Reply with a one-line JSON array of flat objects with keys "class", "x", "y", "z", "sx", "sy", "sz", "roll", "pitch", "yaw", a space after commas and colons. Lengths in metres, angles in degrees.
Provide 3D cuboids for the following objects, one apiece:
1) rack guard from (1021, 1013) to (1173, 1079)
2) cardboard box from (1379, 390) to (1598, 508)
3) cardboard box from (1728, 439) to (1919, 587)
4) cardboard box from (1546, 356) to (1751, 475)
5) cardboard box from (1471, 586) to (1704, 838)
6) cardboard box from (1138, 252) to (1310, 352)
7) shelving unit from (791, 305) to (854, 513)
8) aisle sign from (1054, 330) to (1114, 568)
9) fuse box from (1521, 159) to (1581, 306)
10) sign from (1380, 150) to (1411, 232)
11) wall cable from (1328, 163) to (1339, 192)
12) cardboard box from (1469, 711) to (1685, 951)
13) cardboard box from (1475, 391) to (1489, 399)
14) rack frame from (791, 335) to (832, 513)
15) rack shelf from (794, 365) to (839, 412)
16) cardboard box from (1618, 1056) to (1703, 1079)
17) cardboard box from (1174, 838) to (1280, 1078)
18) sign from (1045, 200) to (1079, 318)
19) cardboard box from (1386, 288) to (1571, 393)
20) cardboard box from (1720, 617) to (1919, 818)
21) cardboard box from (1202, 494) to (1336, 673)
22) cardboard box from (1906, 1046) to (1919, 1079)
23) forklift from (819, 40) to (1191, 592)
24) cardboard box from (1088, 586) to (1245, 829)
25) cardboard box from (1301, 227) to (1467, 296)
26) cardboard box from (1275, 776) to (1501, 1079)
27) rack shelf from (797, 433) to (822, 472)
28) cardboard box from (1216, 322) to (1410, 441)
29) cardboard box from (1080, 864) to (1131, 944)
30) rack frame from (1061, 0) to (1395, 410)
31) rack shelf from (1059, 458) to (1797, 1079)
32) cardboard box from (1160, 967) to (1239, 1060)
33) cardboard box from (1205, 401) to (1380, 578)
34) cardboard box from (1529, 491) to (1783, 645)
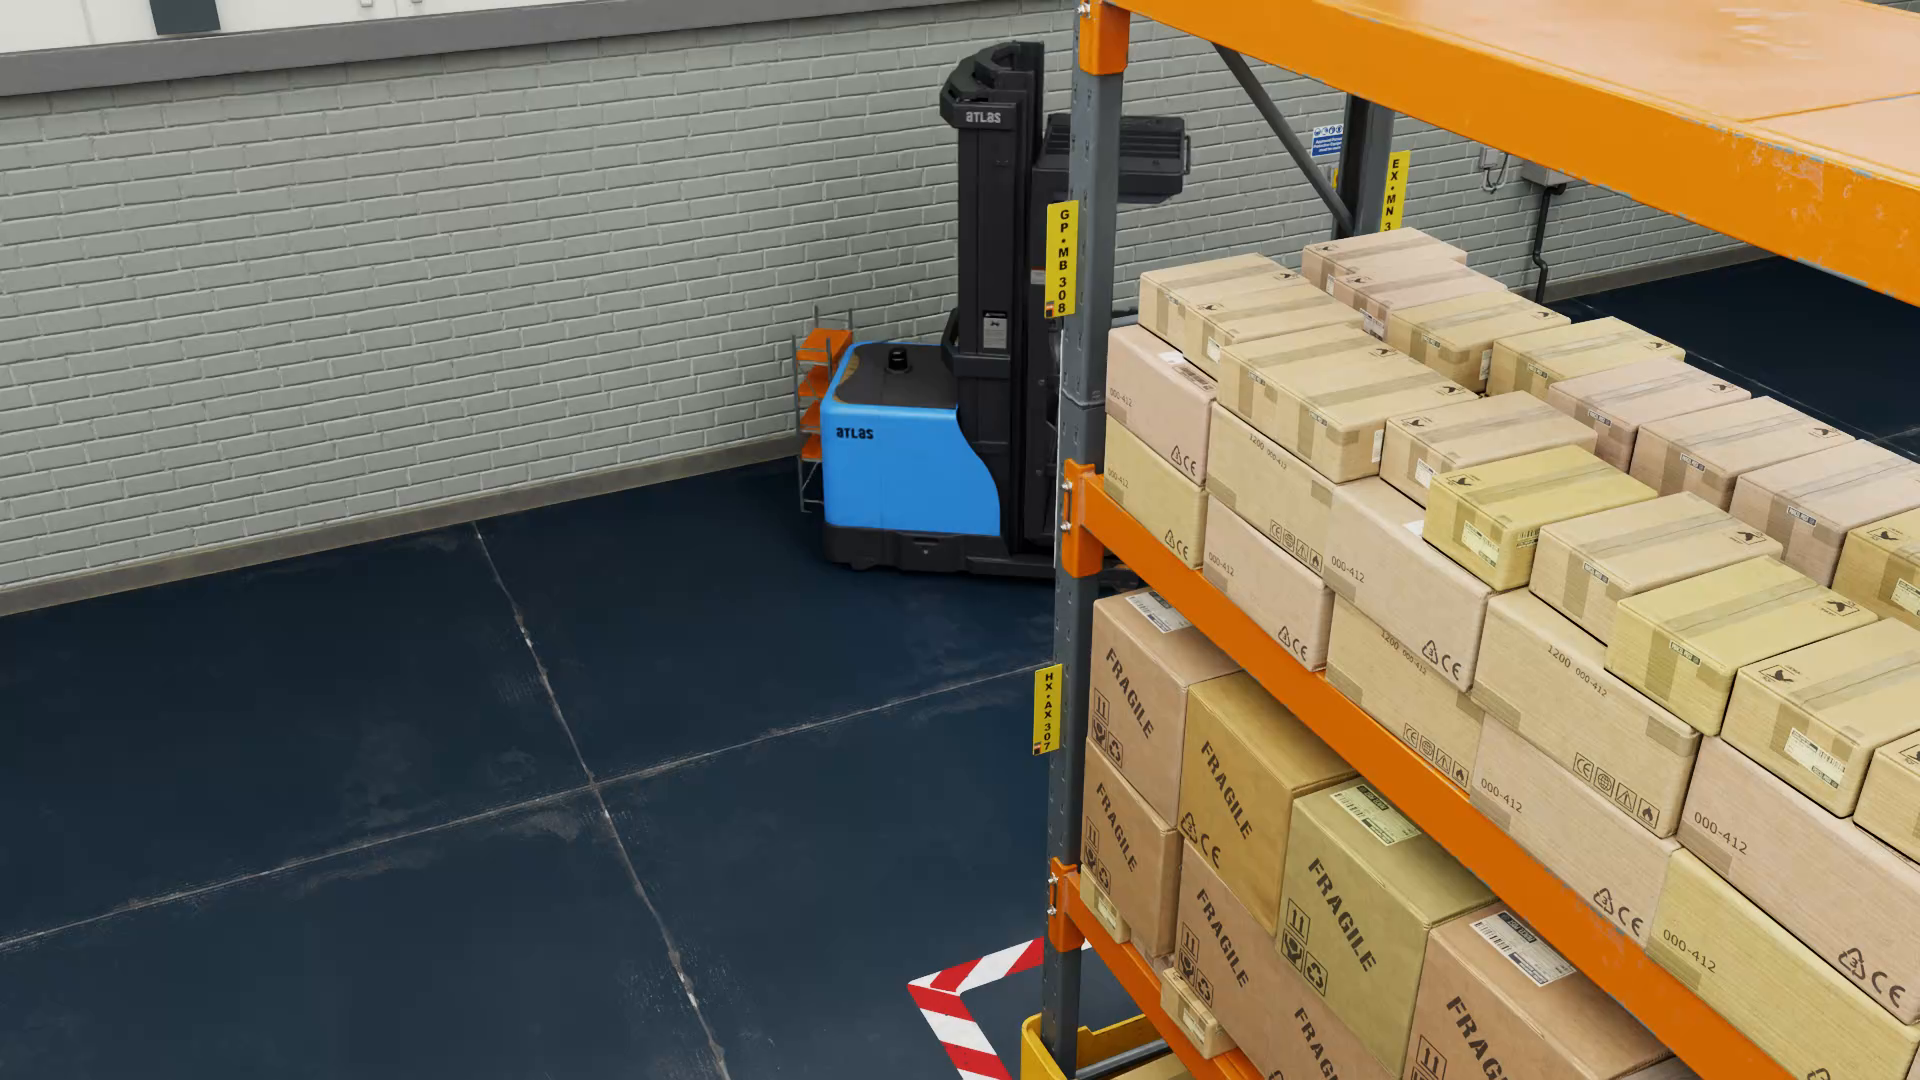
[{"class": "rack guard", "x": 0.805, "y": 1.930, "z": 6.270, "sx": 1.175, "sy": 0.500, "sz": 0.348, "roll": -13, "pitch": 32, "yaw": -22}, {"class": "cardboard box", "x": 1.159, "y": -0.187, "z": 3.658, "sx": 0.380, "sy": 0.149, "sz": 0.250, "roll": -12, "pitch": 31, "yaw": -21}, {"class": "cardboard box", "x": 1.821, "y": -0.059, "z": 3.430, "sx": 0.380, "sy": 0.149, "sz": 0.250, "roll": -14, "pitch": 32, "yaw": -23}, {"class": "cardboard box", "x": 1.574, "y": -0.283, "z": 3.828, "sx": 0.380, "sy": 0.149, "sz": 0.250, "roll": -14, "pitch": 32, "yaw": -23}, {"class": "cardboard box", "x": 1.375, "y": 0.273, "z": 3.245, "sx": 0.500, "sy": 0.250, "sz": 0.500, "roll": -14, "pitch": 32, "yaw": -24}, {"class": "cardboard box", "x": 0.705, "y": -0.638, "z": 4.461, "sx": 0.380, "sy": 0.149, "sz": 0.250, "roll": -13, "pitch": 32, "yaw": -22}, {"class": "shelving unit", "x": -0.841, "y": -0.809, "z": 10.439, "sx": 0.258, "sy": 1.200, "sz": 0.503, "roll": 6, "pitch": 30, "yaw": 10}, {"class": "aisle sign", "x": 0.470, "y": -0.297, "z": 5.028, "sx": 0.394, "sy": 0.787, "sz": 0.004, "roll": -13, "pitch": 32, "yaw": -22}, {"class": "fuse box", "x": 4.717, "y": -2.579, "z": 13.072, "sx": 0.539, "sy": 1.711, "sz": 0.414, "roll": -13, "pitch": 32, "yaw": -22}, {"class": "sign", "x": 1.282, "y": -0.996, "z": 4.961, "sx": 0.100, "sy": 0.325, "sz": 0.005, "roll": -13, "pitch": 32, "yaw": -22}, {"class": "wall cable", "x": 2.757, "y": -3.221, "z": 11.829, "sx": 0.585, "sy": 1.953, "sz": 0.123, "roll": -13, "pitch": 32, "yaw": -22}, {"class": "cardboard box", "x": 1.401, "y": 0.504, "z": 3.344, "sx": 0.500, "sy": 0.250, "sz": 0.500, "roll": -13, "pitch": 32, "yaw": -22}, {"class": "cardboard box", "x": 1.420, "y": -0.279, "z": 4.230, "sx": 0.500, "sy": 0.250, "sz": 0.500, "roll": -14, "pitch": 32, "yaw": -23}, {"class": "rack frame", "x": -0.891, "y": -0.692, "z": 10.231, "sx": 0.240, "sy": 1.200, "sz": 0.015, "roll": 6, "pitch": 30, "yaw": 10}, {"class": "rack shelf", "x": -0.841, "y": -0.946, "z": 10.363, "sx": 0.258, "sy": 0.148, "sz": 0.480, "roll": 6, "pitch": 30, "yaw": 10}, {"class": "cardboard box", "x": 1.609, "y": 1.356, "z": 3.309, "sx": 0.500, "sy": 0.500, "sz": 0.500, "roll": -12, "pitch": 32, "yaw": -21}, {"class": "cardboard box", "x": 0.968, "y": 1.120, "z": 4.752, "sx": 0.500, "sy": 0.500, "sz": 0.500, "roll": -13, "pitch": 32, "yaw": -22}, {"class": "sign", "x": 0.282, "y": -0.770, "z": 4.568, "sx": 0.100, "sy": 0.325, "sz": 0.005, "roll": -13, "pitch": 32, "yaw": -22}, {"class": "cardboard box", "x": 1.308, "y": -0.501, "z": 4.217, "sx": 0.380, "sy": 0.149, "sz": 0.250, "roll": -14, "pitch": 32, "yaw": -23}, {"class": "cardboard box", "x": 1.529, "y": 0.291, "z": 2.804, "sx": 0.380, "sy": 0.149, "sz": 0.250, "roll": -13, "pitch": 32, "yaw": -22}, {"class": "cardboard box", "x": 0.956, "y": 0.049, "z": 4.156, "sx": 0.500, "sy": 0.250, "sz": 0.500, "roll": -12, "pitch": 31, "yaw": -20}, {"class": "cardboard box", "x": 1.831, "y": 0.947, "z": 2.554, "sx": 0.500, "sy": 0.250, "sz": 0.500, "roll": -13, "pitch": 32, "yaw": -22}, {"class": "forklift", "x": 0.743, "y": -1.250, "z": 9.456, "sx": 3.031, "sy": 2.935, "sz": 1.130, "roll": 4, "pitch": 29, "yaw": 6}, {"class": "cardboard box", "x": 0.725, "y": 0.451, "z": 4.924, "sx": 0.500, "sy": 0.500, "sz": 0.500, "roll": -13, "pitch": 32, "yaw": -22}, {"class": "cardboard box", "x": 1.180, "y": -0.744, "z": 4.650, "sx": 0.380, "sy": 0.149, "sz": 0.250, "roll": -13, "pitch": 32, "yaw": -22}, {"class": "cardboard box", "x": 1.150, "y": 0.907, "z": 4.111, "sx": 0.500, "sy": 0.500, "sz": 0.500, "roll": -14, "pitch": 32, "yaw": -23}, {"class": "rack shelf", "x": -0.840, "y": -0.577, "z": 10.569, "sx": 0.258, "sy": 0.148, "sz": 0.480, "roll": 6, "pitch": 30, "yaw": 10}, {"class": "cardboard box", "x": 0.849, "y": -0.386, "z": 4.013, "sx": 0.380, "sy": 0.149, "sz": 0.250, "roll": -13, "pitch": 32, "yaw": -22}, {"class": "cardboard box", "x": 0.615, "y": 1.127, "z": 5.402, "sx": 0.380, "sy": 0.149, "sz": 0.250, "roll": -13, "pitch": 32, "yaw": -22}, {"class": "rack frame", "x": 0.772, "y": -1.811, "z": 4.251, "sx": 1.000, "sy": 3.000, "sz": 0.127, "roll": -13, "pitch": 32, "yaw": -22}, {"class": "rack shelf", "x": 1.631, "y": 0.695, "z": 3.586, "sx": 1.077, "sy": 0.370, "sz": 4.000, "roll": -13, "pitch": 32, "yaw": -22}, {"class": "cardboard box", "x": 0.829, "y": 1.361, "z": 4.985, "sx": 0.380, "sy": 0.149, "sz": 0.250, "roll": -14, "pitch": 32, "yaw": -23}, {"class": "cardboard box", "x": 0.951, "y": -0.176, "z": 4.046, "sx": 0.500, "sy": 0.250, "sz": 0.500, "roll": -13, "pitch": 32, "yaw": -23}, {"class": "cardboard box", "x": 1.345, "y": 0.054, "z": 3.227, "sx": 0.380, "sy": 0.149, "sz": 0.250, "roll": -12, "pitch": 31, "yaw": -20}]
